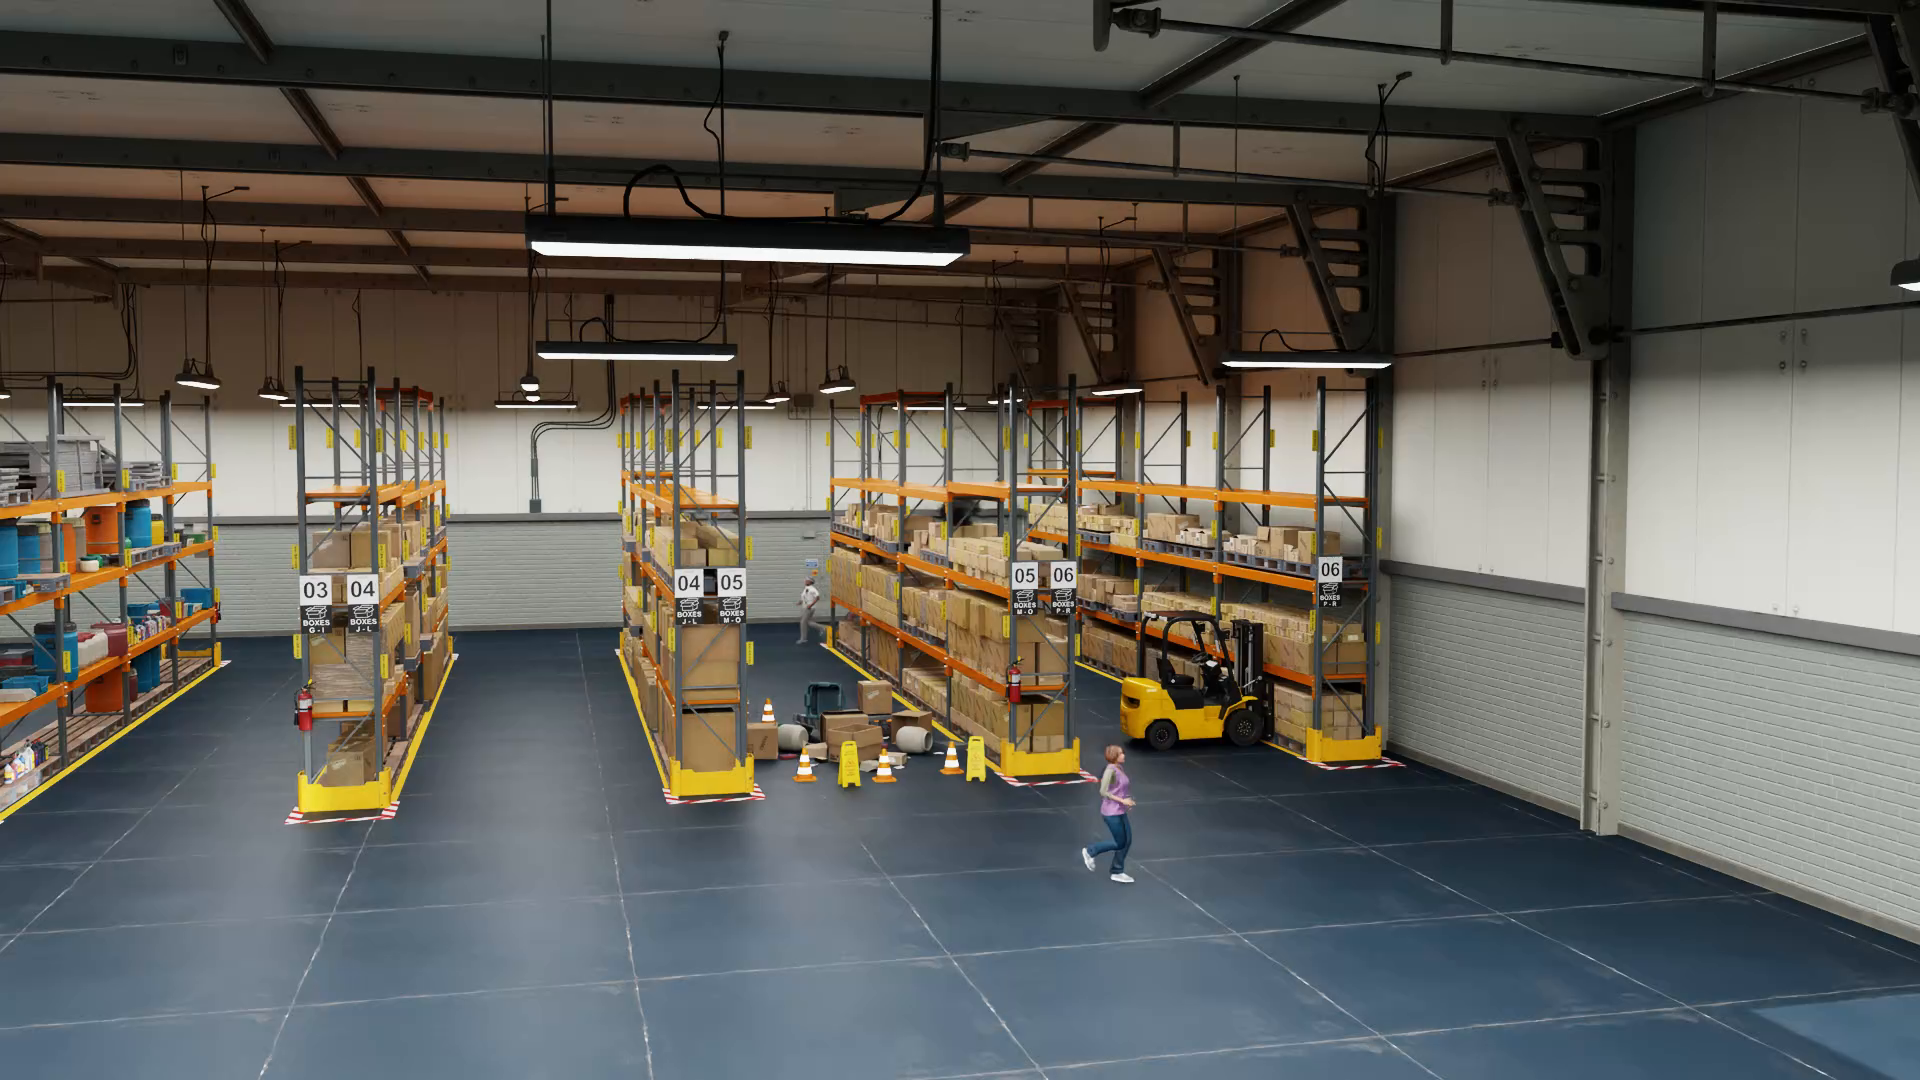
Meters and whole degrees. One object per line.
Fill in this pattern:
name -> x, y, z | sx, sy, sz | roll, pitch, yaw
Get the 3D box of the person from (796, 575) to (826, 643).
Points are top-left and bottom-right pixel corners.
person -> -3.701, 1.717, 41.336 | 0.791, 1.687, 0.578 | -1, 4, -21

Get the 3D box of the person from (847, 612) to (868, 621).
person -> -2.582, 1.790, 41.826 | 0.838, 1.429, 0.678 | 1, 3, 10

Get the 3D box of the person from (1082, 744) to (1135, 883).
person -> 1.713, 3.104, 18.895 | 0.625, 1.540, 0.542 | 1, 4, 22
